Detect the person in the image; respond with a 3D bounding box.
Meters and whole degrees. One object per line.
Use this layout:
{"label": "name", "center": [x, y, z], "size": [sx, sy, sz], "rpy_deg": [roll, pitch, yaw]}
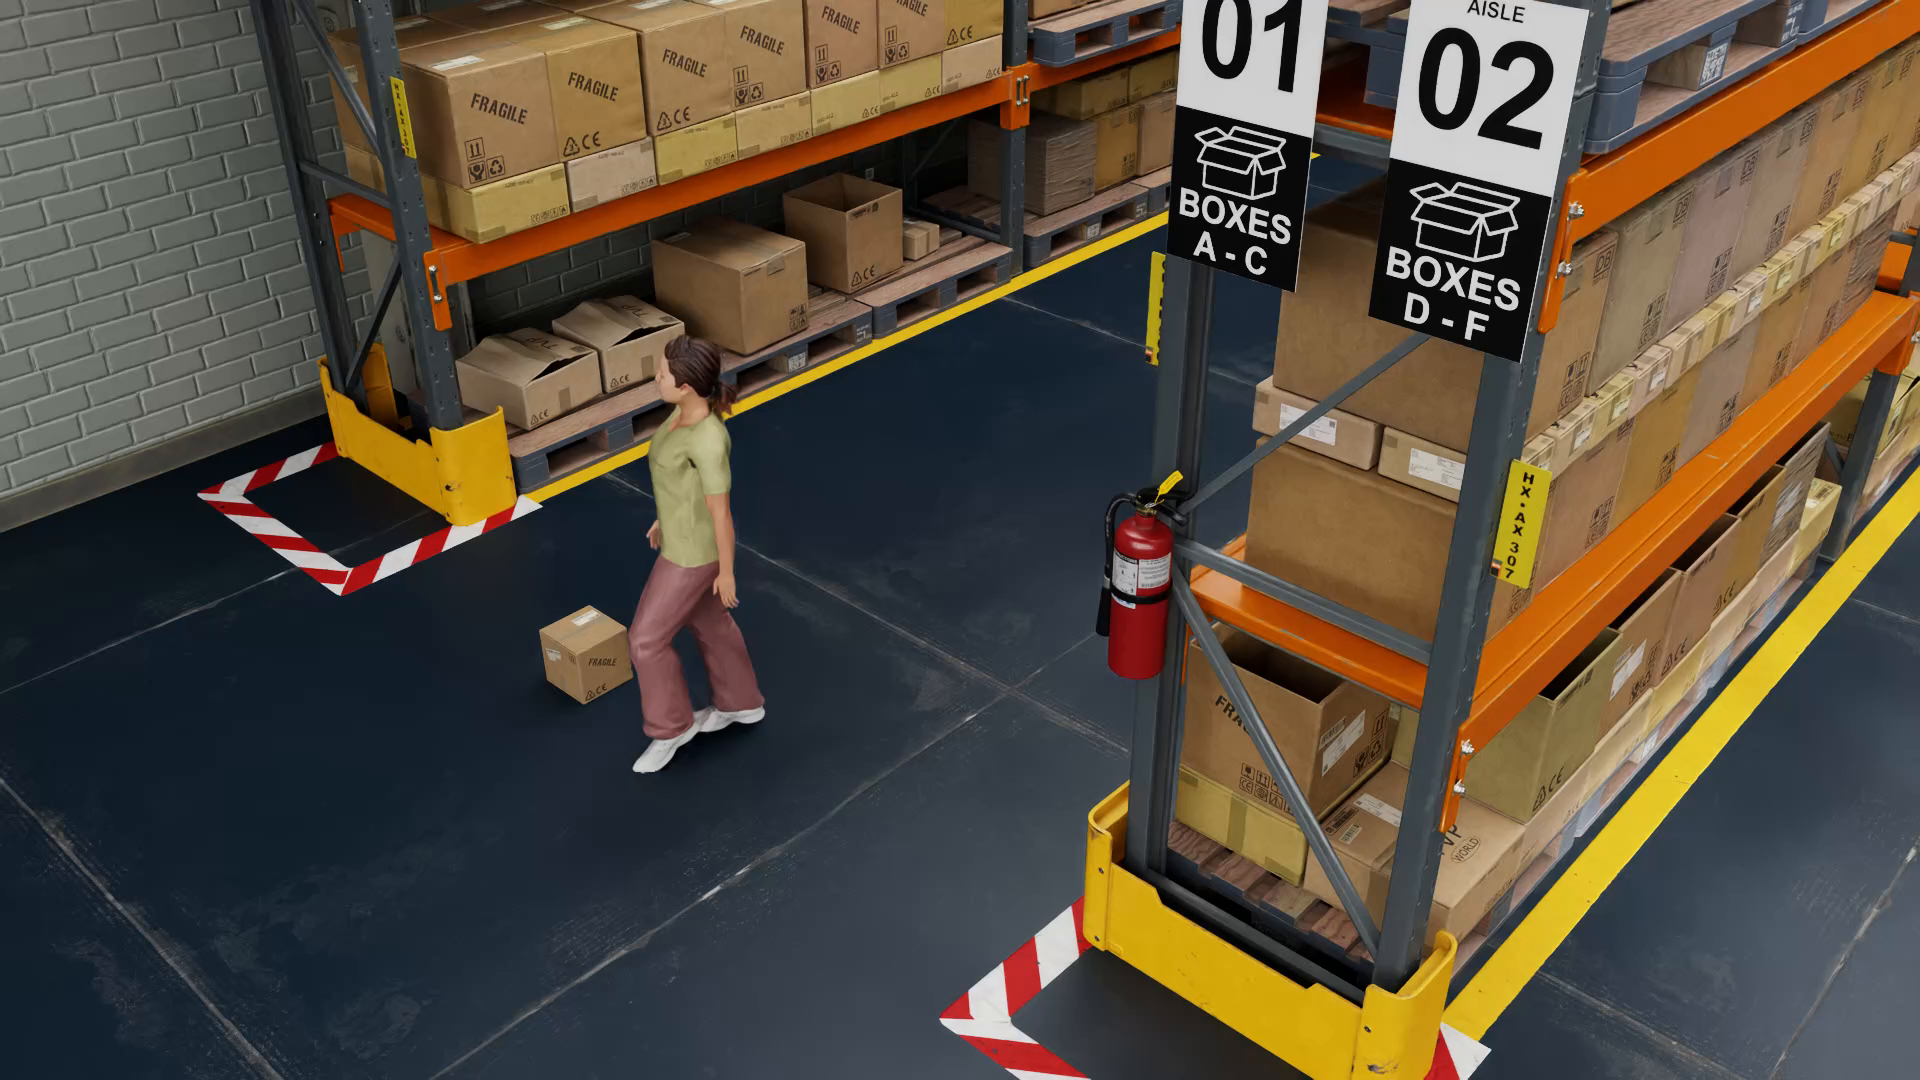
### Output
{"label": "person", "center": [-1.018, 0.055, 6.062], "size": [0.529, 1.706, 0.489], "rpy_deg": [-6, 32, -10]}
